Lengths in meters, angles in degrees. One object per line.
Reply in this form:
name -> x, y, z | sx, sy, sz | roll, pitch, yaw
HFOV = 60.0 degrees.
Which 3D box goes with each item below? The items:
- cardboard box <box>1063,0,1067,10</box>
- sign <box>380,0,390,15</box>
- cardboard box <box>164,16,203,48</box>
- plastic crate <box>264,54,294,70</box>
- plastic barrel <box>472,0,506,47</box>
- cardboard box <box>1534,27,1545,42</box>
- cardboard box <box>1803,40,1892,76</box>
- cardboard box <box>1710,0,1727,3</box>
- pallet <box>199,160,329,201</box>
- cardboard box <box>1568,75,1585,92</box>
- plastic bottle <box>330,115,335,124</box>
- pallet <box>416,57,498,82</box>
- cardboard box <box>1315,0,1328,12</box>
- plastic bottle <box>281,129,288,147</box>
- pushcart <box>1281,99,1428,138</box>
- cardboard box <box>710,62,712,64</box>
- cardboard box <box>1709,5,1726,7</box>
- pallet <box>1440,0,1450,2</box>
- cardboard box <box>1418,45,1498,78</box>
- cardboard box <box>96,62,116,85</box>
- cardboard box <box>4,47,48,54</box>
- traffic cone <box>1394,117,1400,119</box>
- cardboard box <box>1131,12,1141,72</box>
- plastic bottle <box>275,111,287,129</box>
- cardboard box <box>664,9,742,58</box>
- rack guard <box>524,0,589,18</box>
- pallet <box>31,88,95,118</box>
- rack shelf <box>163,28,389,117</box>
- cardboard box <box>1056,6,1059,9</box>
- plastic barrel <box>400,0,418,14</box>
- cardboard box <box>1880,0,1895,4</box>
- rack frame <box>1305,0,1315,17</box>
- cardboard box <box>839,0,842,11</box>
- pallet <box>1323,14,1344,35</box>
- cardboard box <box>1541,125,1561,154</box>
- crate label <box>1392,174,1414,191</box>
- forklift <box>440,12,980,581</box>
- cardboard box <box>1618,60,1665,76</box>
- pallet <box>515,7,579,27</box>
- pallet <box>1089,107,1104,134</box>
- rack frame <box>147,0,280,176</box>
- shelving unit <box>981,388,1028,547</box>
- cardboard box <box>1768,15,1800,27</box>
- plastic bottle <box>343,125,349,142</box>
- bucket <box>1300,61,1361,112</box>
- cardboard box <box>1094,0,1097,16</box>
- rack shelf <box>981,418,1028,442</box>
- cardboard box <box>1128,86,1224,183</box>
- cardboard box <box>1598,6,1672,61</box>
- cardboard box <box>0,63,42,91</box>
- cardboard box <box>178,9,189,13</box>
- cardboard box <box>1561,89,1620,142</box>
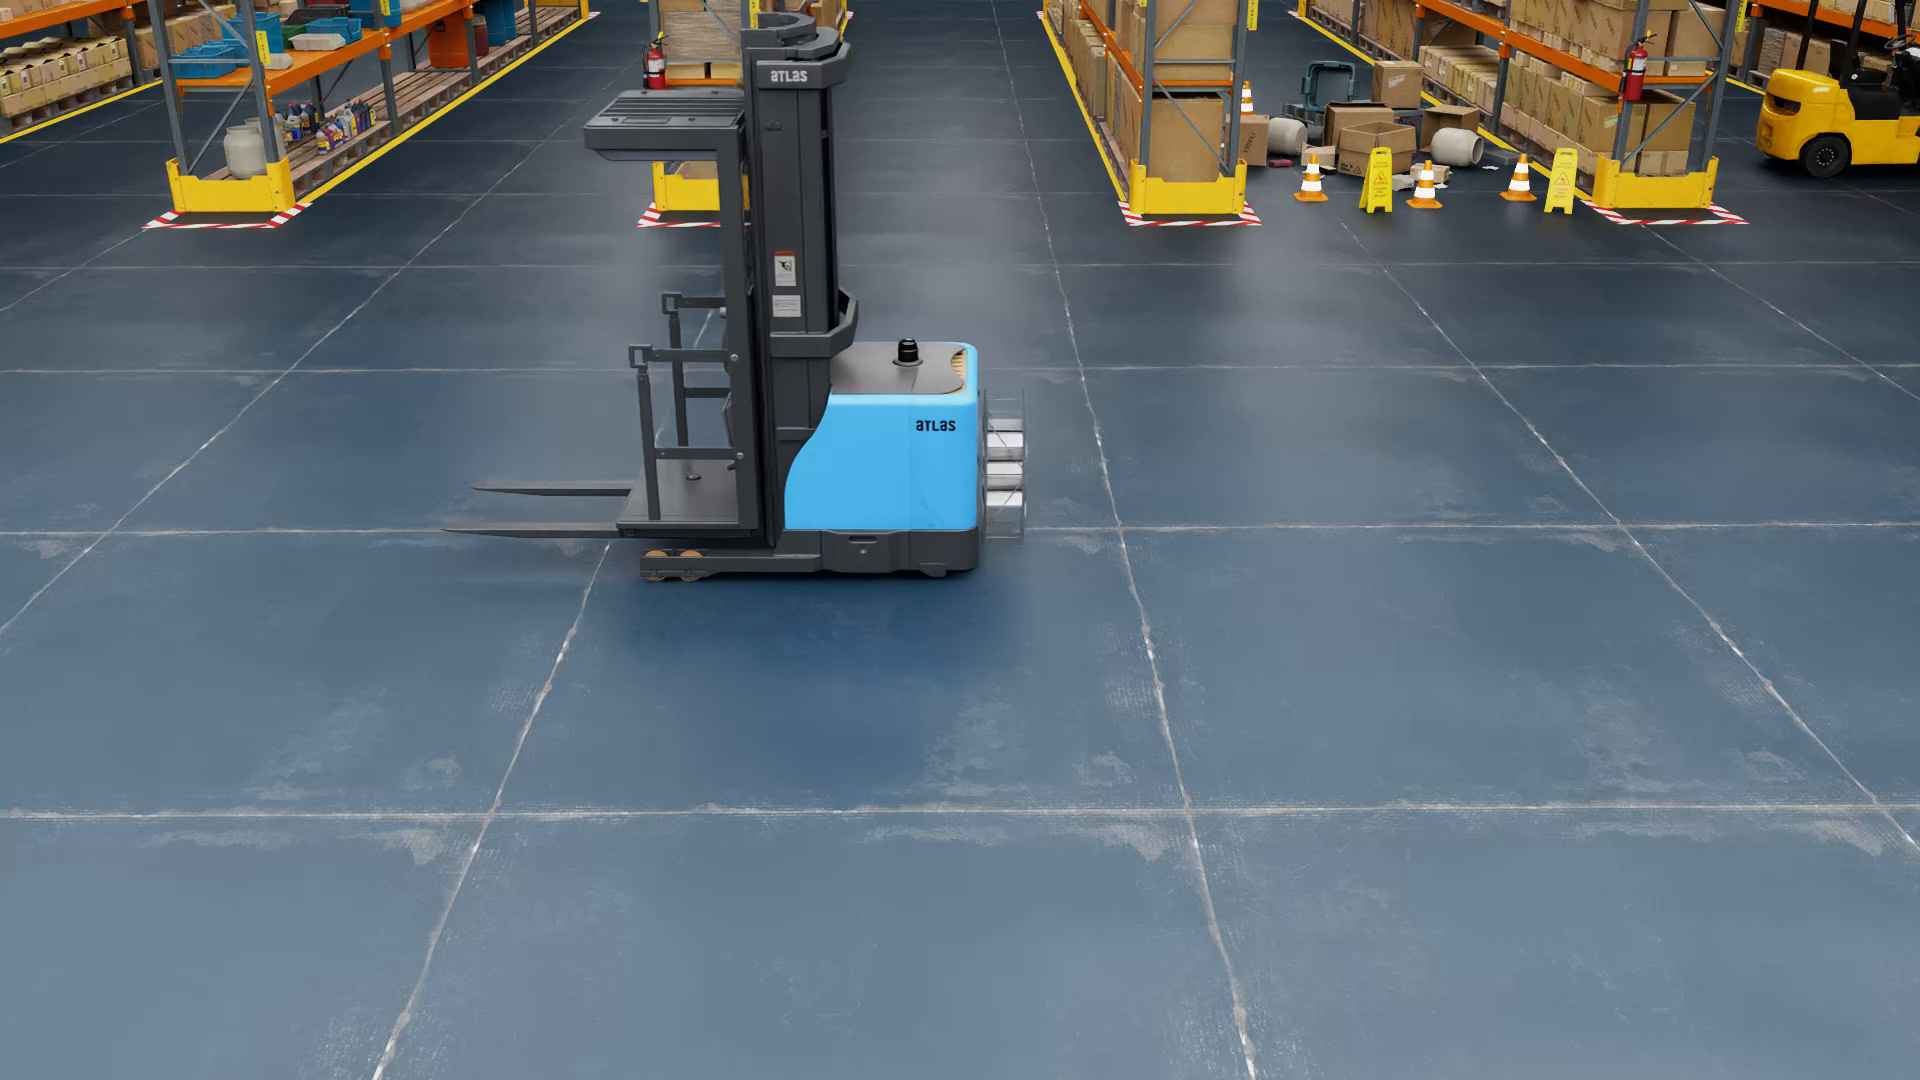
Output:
cardboard box -> 1.973, -8.857, 27.308 | 0.500, 0.250, 0.500 | -1, 24, -3
sign -> -7.046, -6.594, 20.353 | 0.100, 0.325, 0.005 | 0, 24, -1
cardboard box -> -12.335, -7.985, 26.264 | 0.500, 0.500, 0.500 | -1, 24, -2
plastic crate -> -7.241, -5.071, 17.643 | 0.298, 0.136, 0.250 | 0, 24, -1
plastic barrel -> -7.687, -8.485, 26.908 | 0.600, 0.901, 0.708 | 0, 24, -1
cardboard box -> 7.004, -5.975, 19.627 | 0.380, 0.149, 0.250 | 0, 24, 1
cardboard box -> 12.201, -6.514, 22.885 | 0.875, 0.625, 0.625 | -1, 24, -3
cardboard box -> 12.483, -8.740, 27.172 | 0.380, 0.149, 0.250 | -1, 24, -3
pallet -> -7.604, -3.917, 18.154 | 1.003, 0.211, 1.213 | 0, 24, -1
cardboard box -> 6.969, -5.047, 18.400 | 0.380, 0.149, 0.250 | 0, 24, 0
plastic bottle -> -7.404, -4.888, 19.681 | 0.061, 0.283, 0.133 | 0, 24, -1
pallet -> -7.691, -7.172, 25.351 | 1.003, 0.211, 1.213 | 0, 24, -1
cardboard box -> 7.242, -10.234, 31.336 | 0.875, 0.438, 0.875 | -1, 24, -2
plastic bottle -> -7.864, -4.671, 19.300 | 0.097, 0.201, 0.097 | 0, 24, 0
pushcart -> 4.986, -5.311, 21.034 | 1.648, 0.377, 0.936 | -9, 26, -19
cardboard box -> -2.854, -5.154, 17.812 | 0.380, 0.149, 0.250 | 0, 24, -1
cardboard box -> 11.988, -8.407, 26.434 | 0.380, 0.149, 0.250 | 0, 24, 0
pallet -> 7.336, -7.804, 23.598 | 1.213, 0.211, 1.003 | 0, 24, -1
cardboard box -> 7.218, -6.946, 24.147 | 0.950, 0.372, 0.625 | -2, 24, -4
cardboard box -> -12.335, -6.608, 23.547 | 0.500, 0.250, 0.500 | -1, 24, -1
cardboard box -> -12.864, -6.647, 22.954 | 0.500, 0.311, 0.500 | -1, 24, -2
traffic cone -> 5.852, -5.885, 22.201 | 0.336, 0.463, 0.334 | 0, 24, -1
cardboard box -> 2.283, -5.272, 17.584 | 0.875, 0.550, 0.550 | 0, 24, -1
plastic bottle -> -7.996, -4.876, 19.571 | 0.144, 0.351, 0.185 | 0, 24, -1
cardboard box -> -2.579, -5.251, 17.239 | 0.875, 0.500, 0.500 | 0, 24, -1
rack guard -> -7.741, -10.285, 31.884 | 1.175, 0.500, 0.348 | 0, 24, -1
pallet -> -12.613, -5.986, 22.728 | 1.003, 0.211, 1.213 | 0, 24, -1
rack shelf -> -7.575, -5.318, 18.741 | 1.077, 0.370, 4.000 | 0, 24, -1
cardboard box -> 1.965, -9.799, 30.366 | 0.380, 0.149, 0.250 | -1, 24, -3
plastic barrel -> -7.396, -7.229, 21.929 | 0.433, 0.535, 0.433 | 0, 24, 0
cardboard box -> 11.968, -6.921, 20.988 | 0.500, 0.250, 0.500 | -1, 24, -2
rack frame -> 7.135, -11.481, 31.495 | 1.000, 3.000, 0.127 | 0, 24, -1
cardboard box -> -2.688, -10.396, 31.166 | 0.875, 0.875, 0.875 | 0, 24, -1
pallet -> 7.232, -9.380, 30.233 | 1.003, 0.211, 1.213 | 0, 24, -1
cardboard box -> 7.022, -4.588, 19.080 | 0.500, 0.250, 0.500 | -1, 24, -2
crate label -> 4.838, -3.934, 18.282 | 0.250, 0.136, 0.298 | -14, 28, -28
forklift -> -1.406, -1.324, 9.121 | 3.031, 2.935, 1.130 | 0, 24, 1
cardboard box -> 7.091, -4.927, 17.308 | 0.380, 0.149, 0.250 | 1, 24, 1
pallet -> -7.757, -9.804, 31.170 | 1.003, 0.211, 1.213 | 0, 24, -1
pallet -> 2.233, -5.520, 21.698 | 1.003, 0.211, 1.213 | 0, 24, -1
rack frame -> -7.553, -4.821, 16.770 | 1.000, 3.000, 0.127 | 0, 24, -1
shelving unit -> 0.254, -0.412, 9.570 | 0.258, 0.900, 0.210 | 0, 24, -1
cardboard box -> 12.515, -7.882, 25.275 | 0.380, 0.149, 0.250 | 0, 24, 1
plastic bottle -> -7.269, -4.803, 19.592 | 0.097, 0.201, 0.097 | 0, 24, 0
bucket -> 4.624, -5.628, 20.681 | 0.726, 0.611, 0.620 | 8, 16, 18
cardboard box -> 2.033, -7.148, 21.794 | 0.500, 0.500, 0.500 | 0, 24, 0
rack shelf -> 0.254, -0.628, 9.472 | 0.258, 0.077, 0.200 | 0, 24, -1
cardboard box -> 2.287, -4.327, 17.745 | 0.875, 0.875, 0.875 | 0, 24, 0
cardboard box -> 7.028, -5.292, 17.328 | 0.500, 0.500, 0.500 | -1, 24, -1
cardboard box -> -12.305, -6.021, 21.568 | 0.500, 0.311, 0.500 | -1, 24, -1
cardboard box -> -12.858, -8.387, 27.153 | 0.500, 0.500, 0.500 | 0, 24, 0
cardboard box -> 7.030, -4.712, 18.446 | 0.500, 0.500, 0.500 | 1, 24, 1
